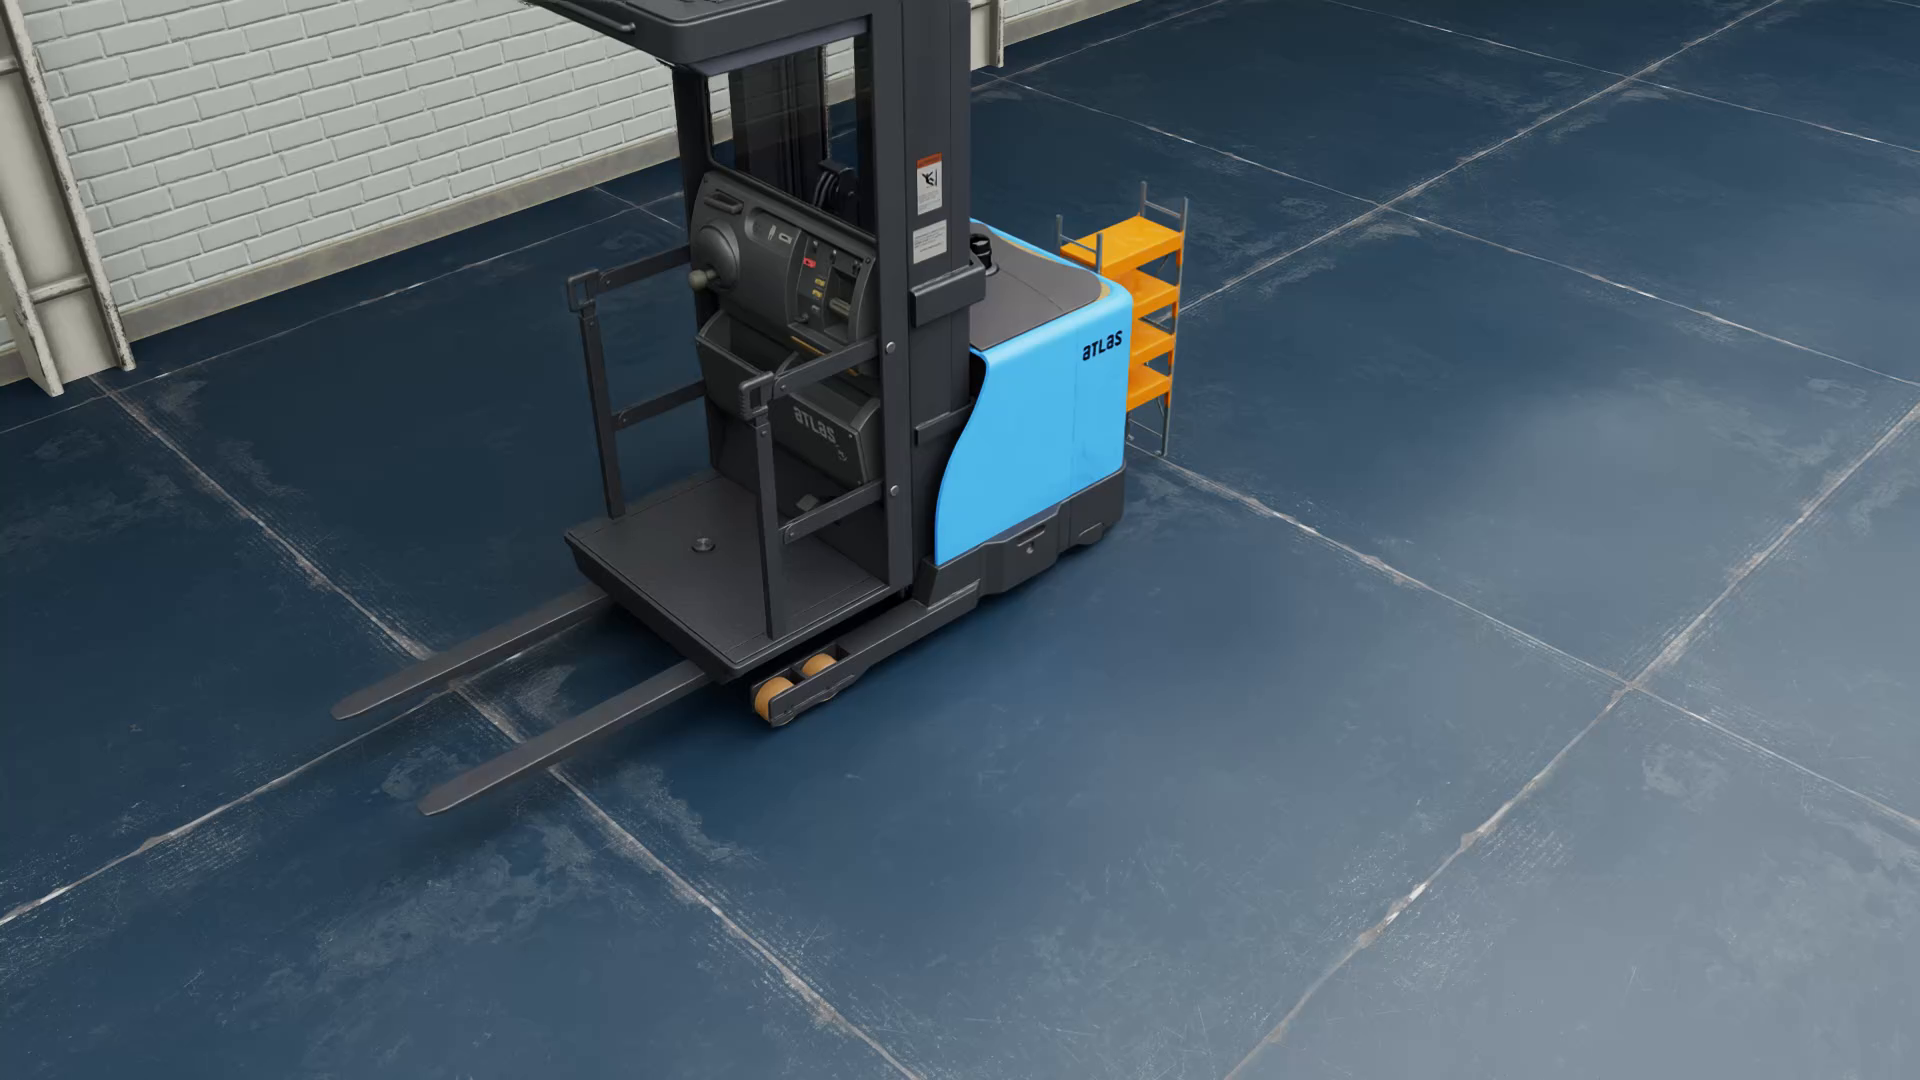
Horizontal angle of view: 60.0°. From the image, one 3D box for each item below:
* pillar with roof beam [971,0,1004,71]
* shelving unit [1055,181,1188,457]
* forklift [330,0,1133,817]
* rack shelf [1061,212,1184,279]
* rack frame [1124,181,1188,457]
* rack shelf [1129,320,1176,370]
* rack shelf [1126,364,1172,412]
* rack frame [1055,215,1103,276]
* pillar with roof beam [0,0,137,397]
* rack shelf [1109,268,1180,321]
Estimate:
[{"bbox_3d":[3.109,-5.195,6.333,9.100,9.000,0.400,30,45,35],"label":"pillar with roof beam"},{"bbox_3d":[0.638,-0.815,6.869,0.503,1.200,0.258,-28,43,-34],"label":"shelving unit"},{"bbox_3d":[-0.762,-0.892,5.466,3.031,2.935,1.130,-28,43,-34],"label":"forklift"},{"bbox_3d":[0.638,-1.137,6.644,0.480,0.148,0.258,-28,43,-34],"label":"rack shelf"},{"bbox_3d":[0.818,-0.909,7.004,0.015,1.200,0.240,-28,43,-34],"label":"rack frame"},{"bbox_3d":[0.638,-0.759,6.908,0.480,0.148,0.258,-28,43,-34],"label":"rack shelf"},{"bbox_3d":[0.638,-0.597,7.021,0.480,0.148,0.258,-28,43,-34],"label":"rack shelf"},{"bbox_3d":[0.459,-0.720,6.734,0.015,1.200,0.240,-28,43,-34],"label":"rack frame"},{"bbox_3d":[-1.118,-2.760,2.841,9.100,9.000,0.400,30,45,35],"label":"pillar with roof beam"},{"bbox_3d":[0.638,-0.943,6.780,0.480,0.148,0.258,-28,43,-34],"label":"rack shelf"}]
